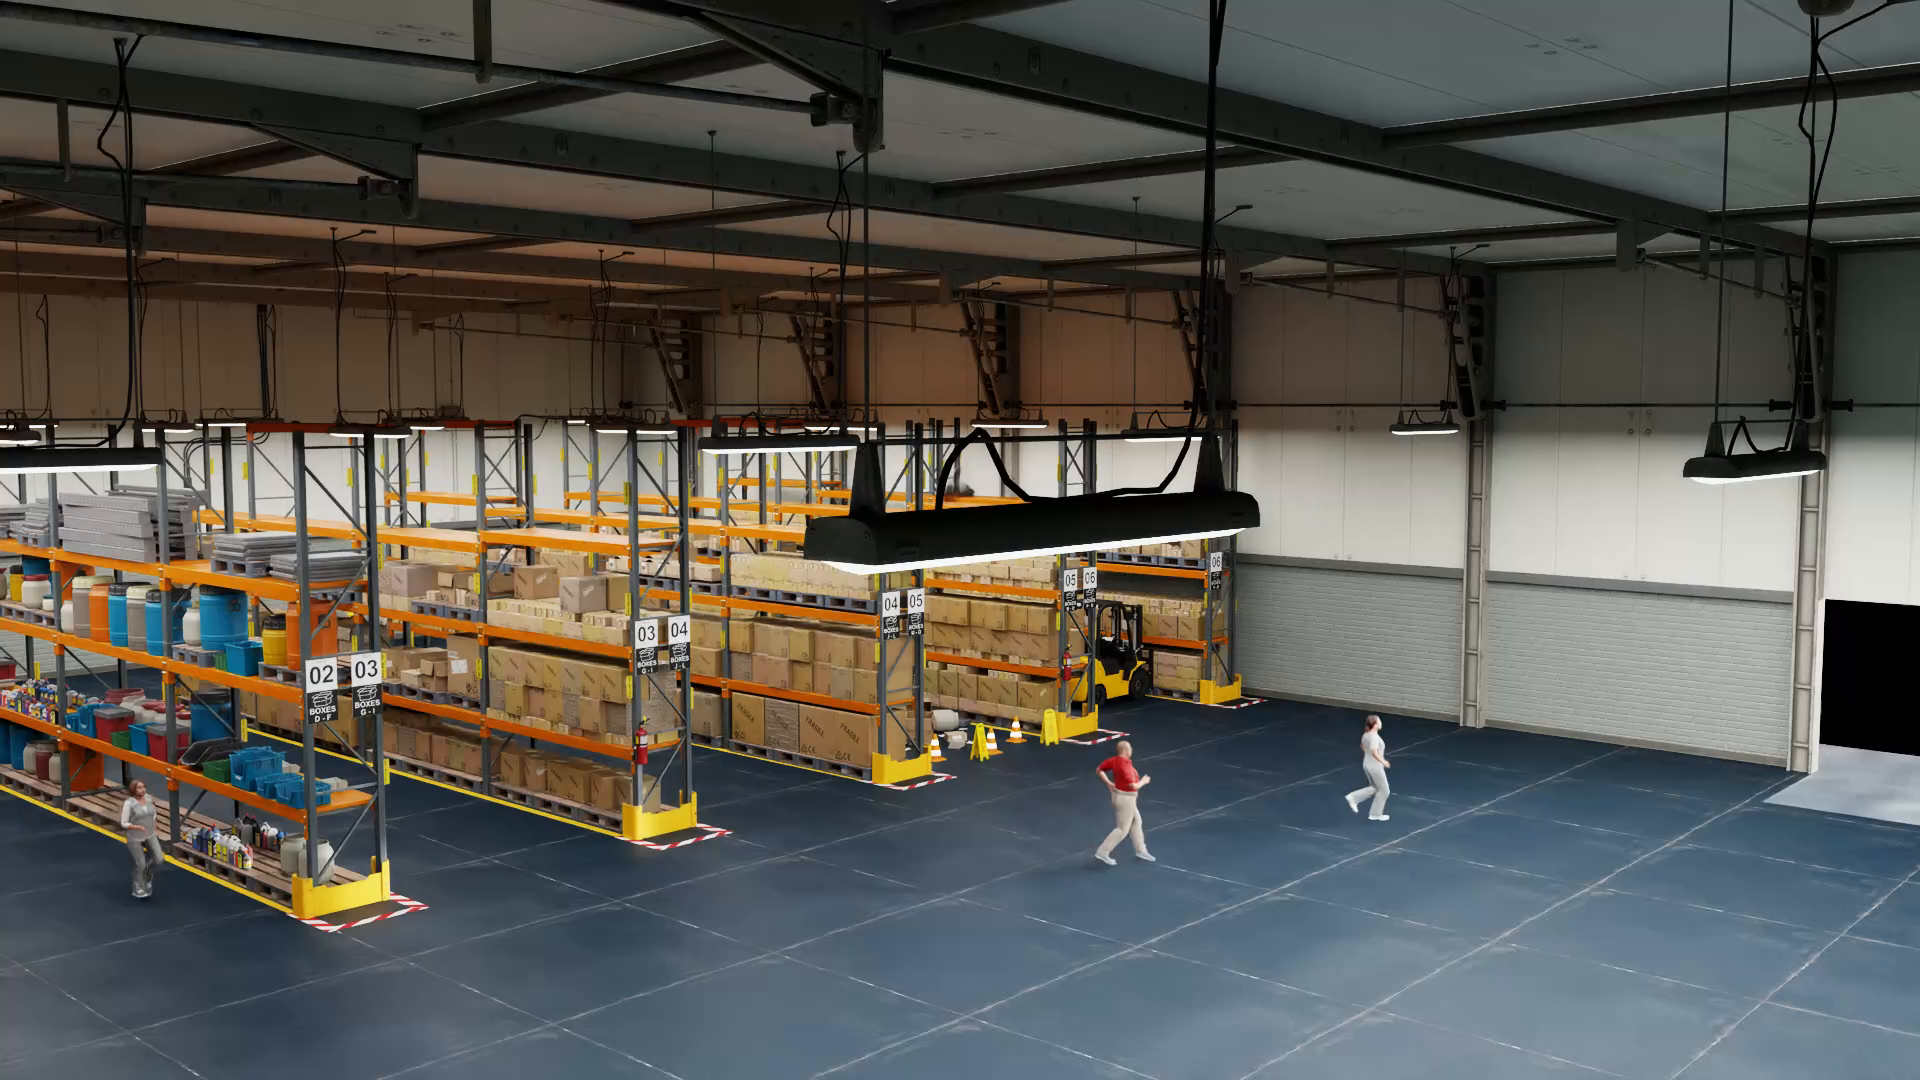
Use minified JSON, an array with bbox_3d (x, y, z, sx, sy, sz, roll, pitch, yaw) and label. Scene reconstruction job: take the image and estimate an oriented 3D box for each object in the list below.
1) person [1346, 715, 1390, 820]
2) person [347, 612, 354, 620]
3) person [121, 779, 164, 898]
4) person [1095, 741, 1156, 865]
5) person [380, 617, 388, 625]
[{"bbox_3d":[6.209,3.452,25.229,0.655,1.627,0.585,-1,5,-6],"label":"person"},{"bbox_3d":[-13.737,2.444,37.222,0.855,1.702,0.730,5,7,44],"label":"person"},{"bbox_3d":[-10.397,3.807,21.176,0.586,1.558,0.508,3,6,35],"label":"person"},{"bbox_3d":[2.274,3.606,22.805,0.977,1.740,0.669,-1,5,-16],"label":"person"},{"bbox_3d":[-13.799,2.265,39.369,0.716,1.712,0.620,3,5,31],"label":"person"}]
